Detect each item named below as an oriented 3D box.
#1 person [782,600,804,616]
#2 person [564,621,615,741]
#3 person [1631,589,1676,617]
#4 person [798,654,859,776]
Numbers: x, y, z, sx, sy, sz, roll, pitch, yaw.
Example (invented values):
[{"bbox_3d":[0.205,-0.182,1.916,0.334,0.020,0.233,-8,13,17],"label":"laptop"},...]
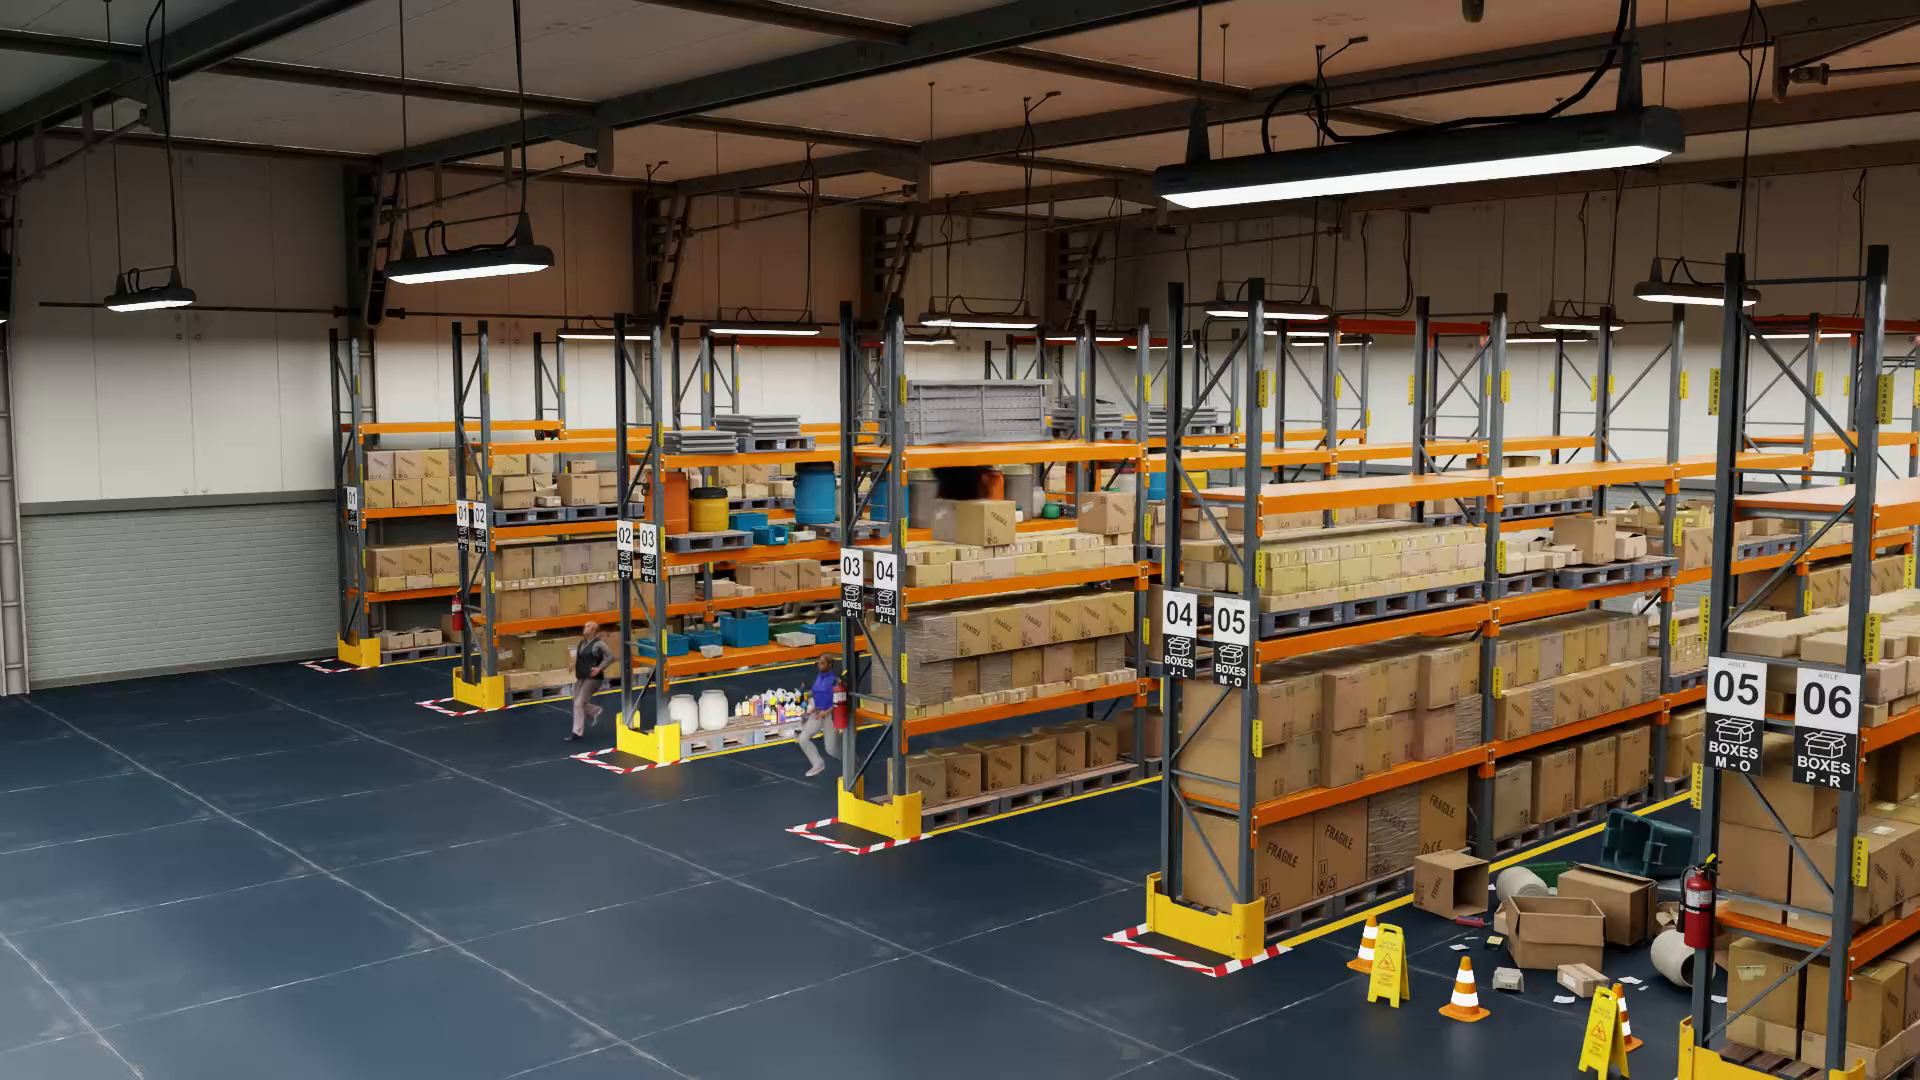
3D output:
[{"bbox_3d":[-3.225,1.205,32.283,0.531,1.557,0.539,5,8,41],"label":"person"},{"bbox_3d":[-5.330,1.999,23.715,0.678,1.665,0.799,5,8,41],"label":"person"},{"bbox_3d":[11.653,1.566,27.890,0.741,1.798,0.674,4,7,38],"label":"person"},{"bbox_3d":[-1.630,2.189,20.597,0.582,1.589,0.837,5,8,43],"label":"person"}]
